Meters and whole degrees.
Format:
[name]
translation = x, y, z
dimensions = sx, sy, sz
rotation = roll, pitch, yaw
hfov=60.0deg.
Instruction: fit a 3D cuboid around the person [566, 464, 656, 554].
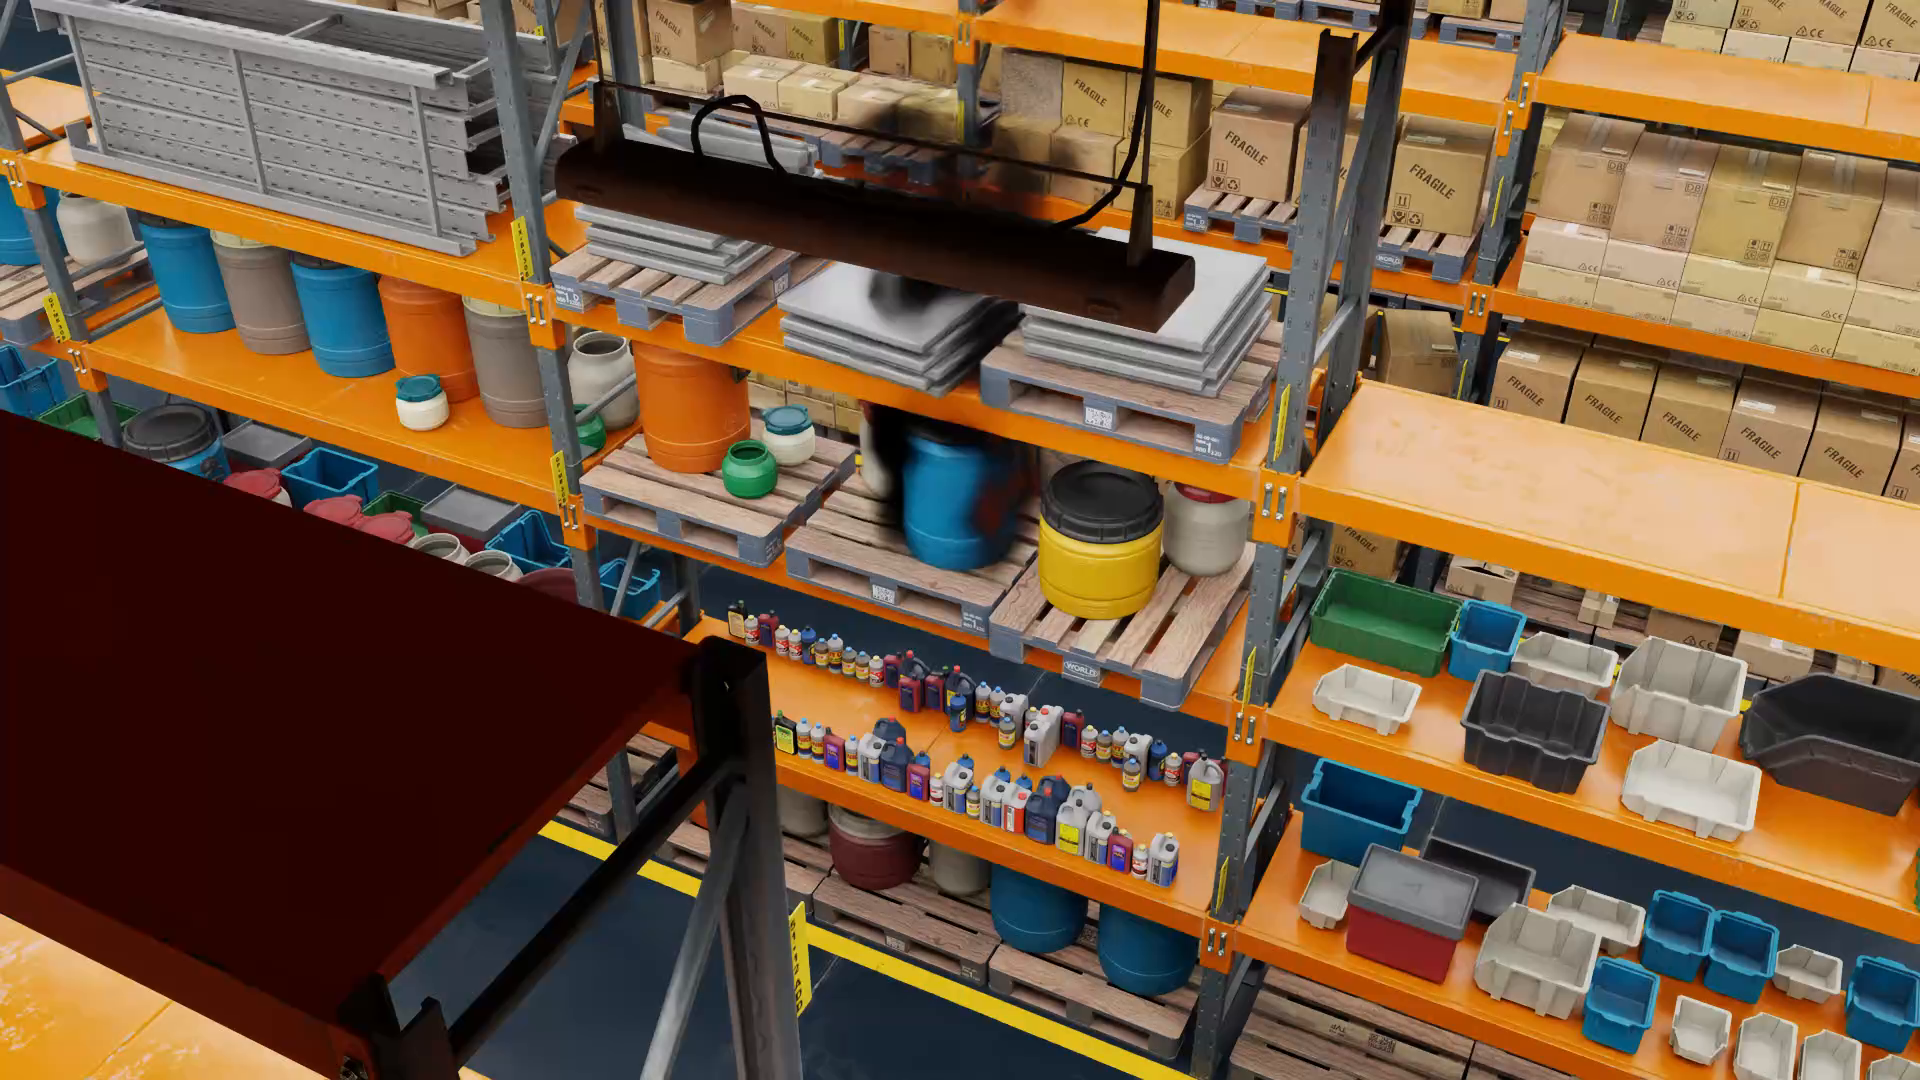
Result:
[person]
translation = -2.853, -0.612, 13.173
dimensions = 0.889, 1.832, 0.677
rotation = 10, 36, 14
